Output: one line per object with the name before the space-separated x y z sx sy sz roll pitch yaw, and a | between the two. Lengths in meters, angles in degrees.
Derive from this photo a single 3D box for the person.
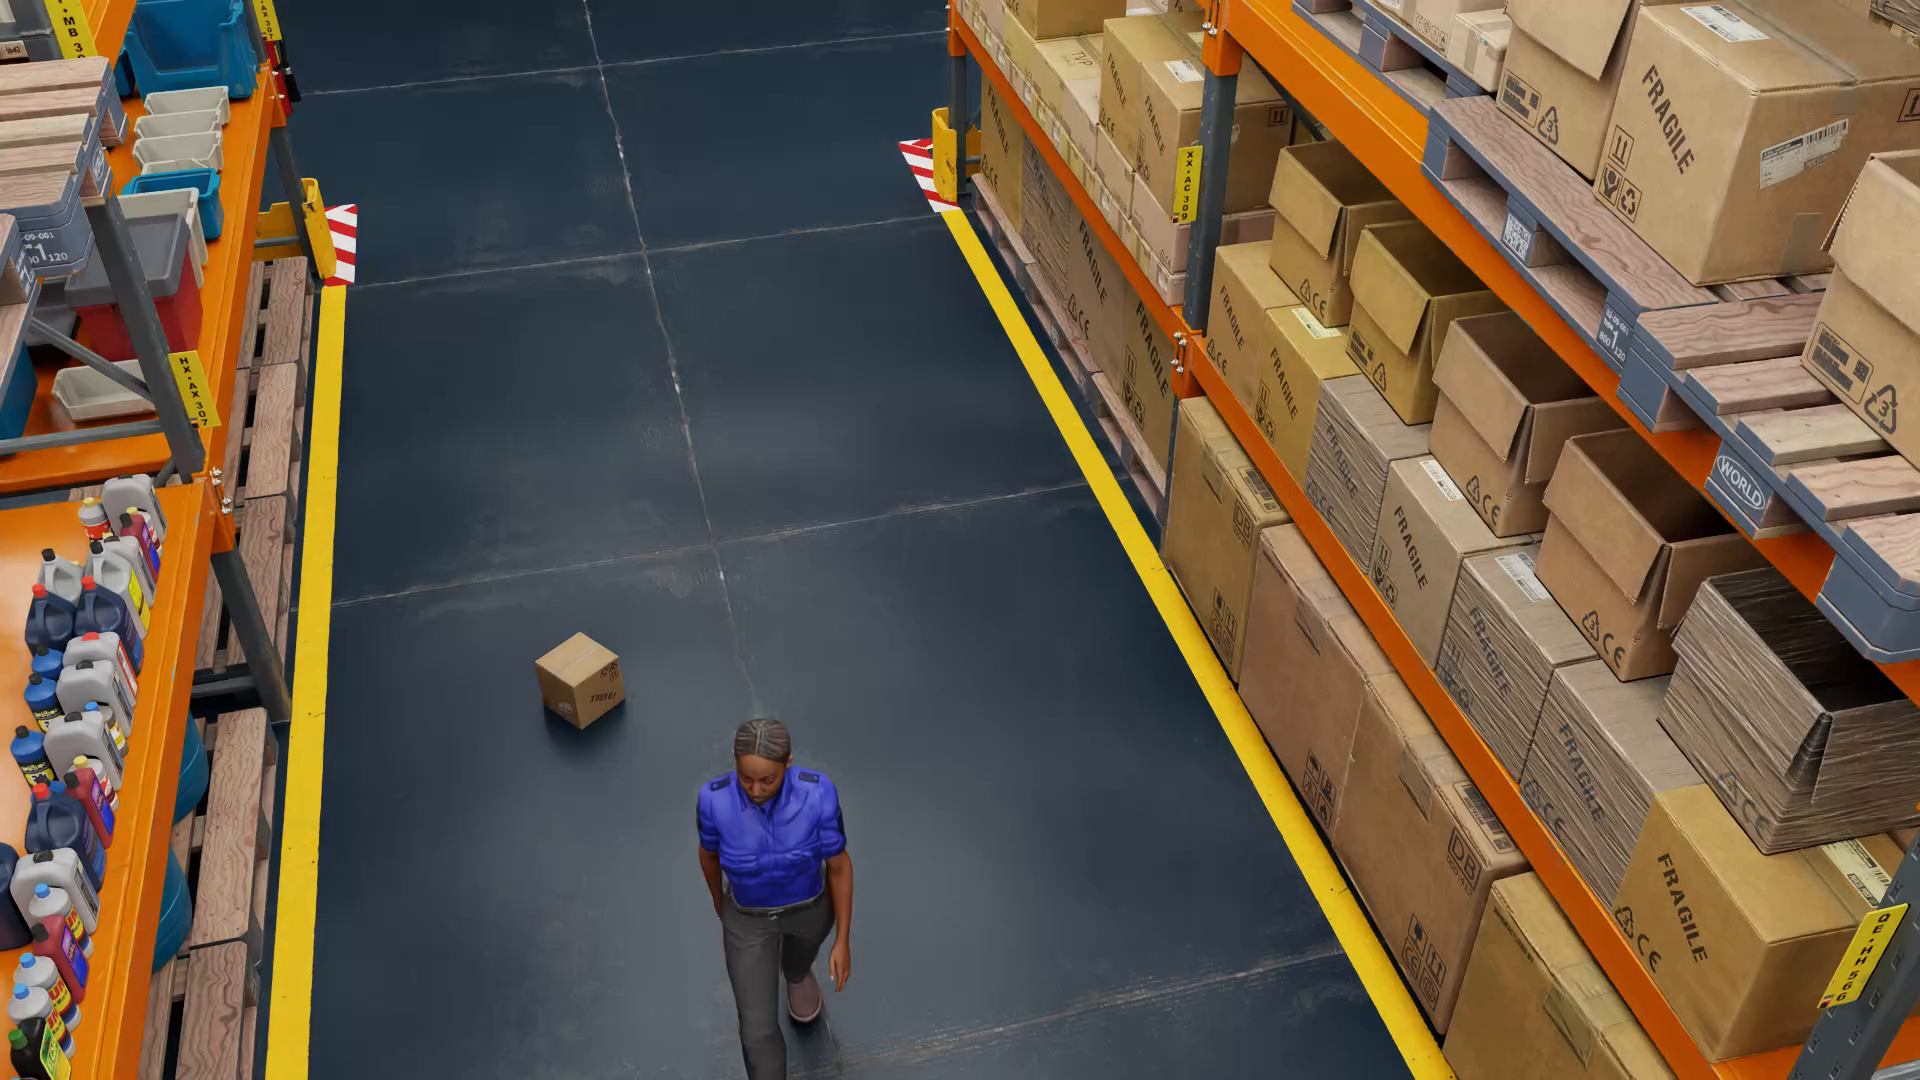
person | -0.554 1.198 5.186 0.458 1.619 0.953 -7 39 -9
